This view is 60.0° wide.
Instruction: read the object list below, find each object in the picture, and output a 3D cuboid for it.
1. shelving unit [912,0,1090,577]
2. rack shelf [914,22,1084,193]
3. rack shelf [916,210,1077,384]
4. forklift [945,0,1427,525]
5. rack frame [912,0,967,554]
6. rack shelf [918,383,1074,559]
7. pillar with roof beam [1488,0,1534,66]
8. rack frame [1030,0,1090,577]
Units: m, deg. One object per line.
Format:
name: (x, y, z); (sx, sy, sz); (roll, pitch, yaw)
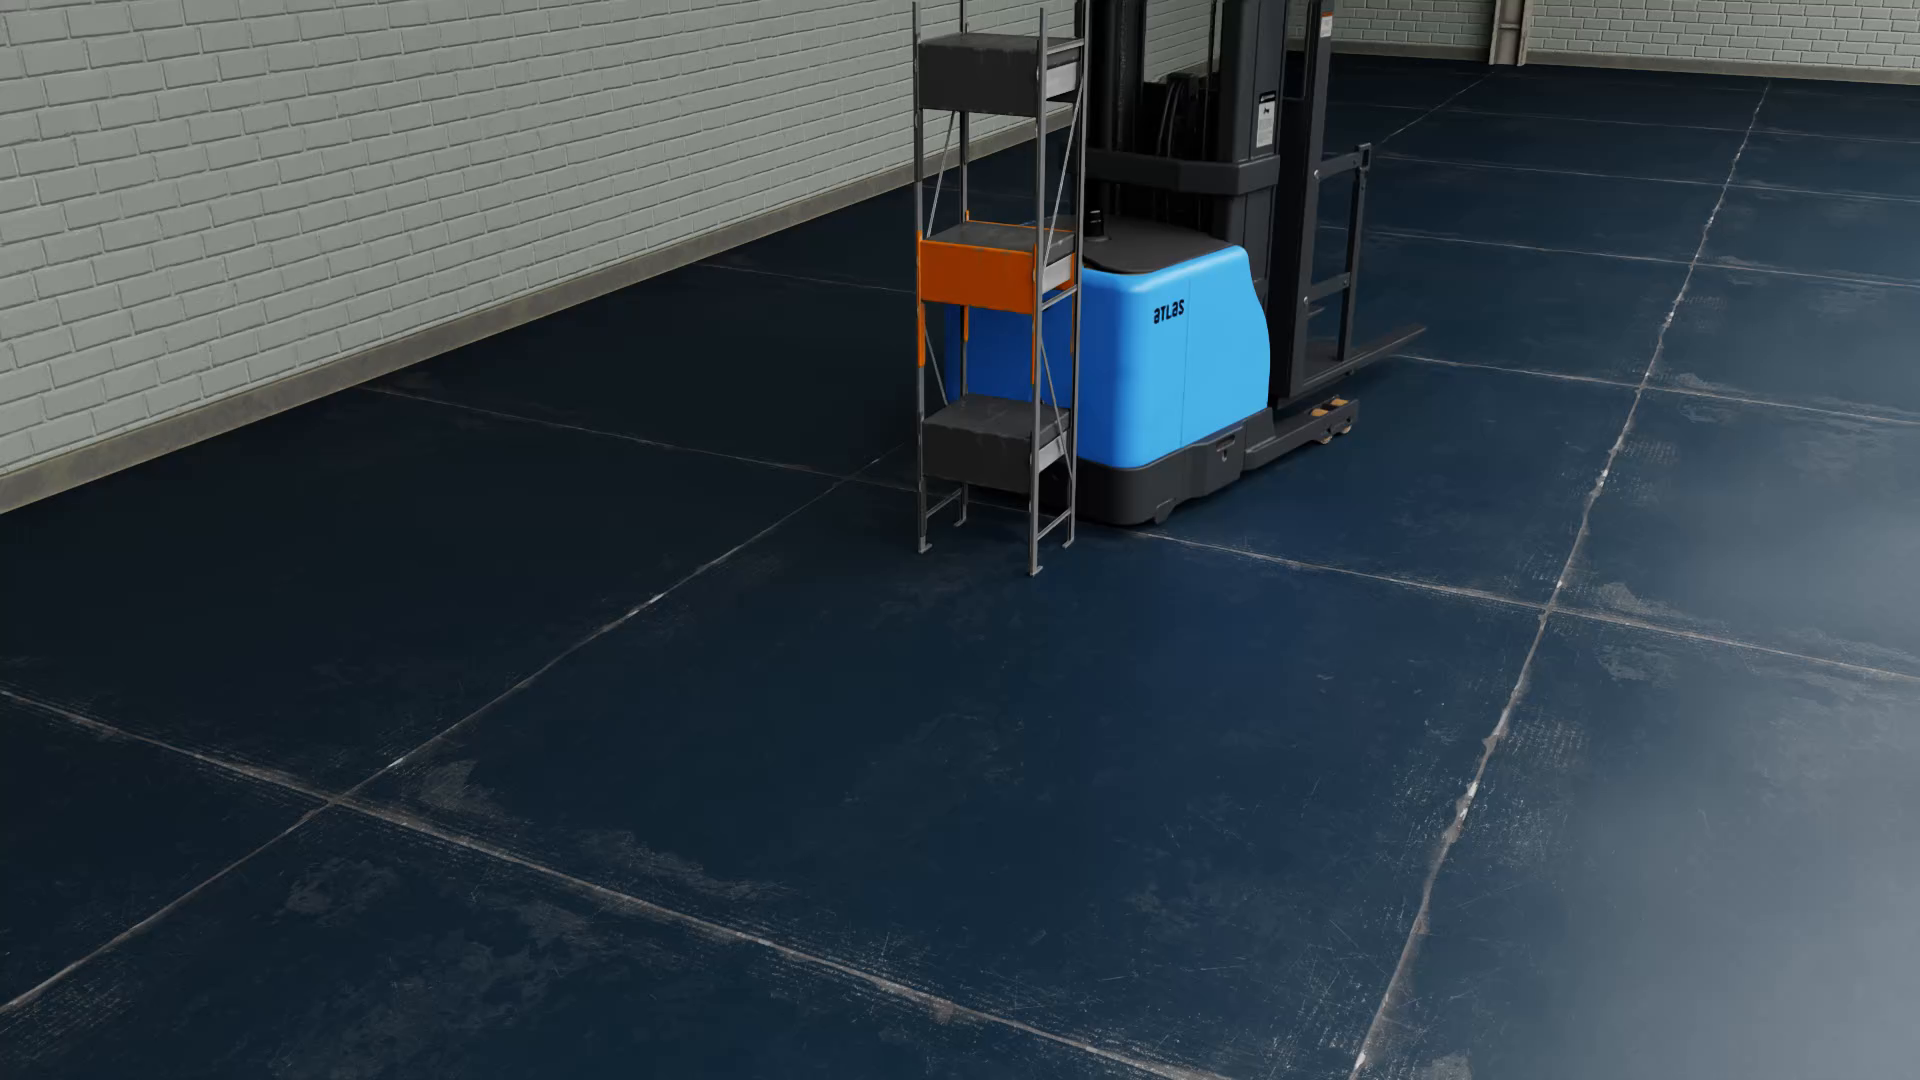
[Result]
shelving unit: (0.148, -0.937, 6.270); (0.503, 2.100, 0.431); (11, 25, 25)
rack shelf: (0.148, -1.569, 6.002); (0.480, 0.518, 0.431); (11, 25, 25)
rack shelf: (0.148, -0.924, 6.276); (0.480, 0.518, 0.431); (11, 25, 25)
forklift: (1.254, -1.910, 7.497); (1.130, 2.935, 3.031); (18, 29, 36)
rack frame: (-0.070, -0.980, 6.372); (0.015, 2.100, 0.400); (11, 25, 25)
rack shelf: (0.148, -0.280, 6.550); (0.480, 0.518, 0.431); (11, 25, 25)
pillar with roof beam: (4.861, -8.563, 15.388); (0.400, 9.000, 9.100); (11, 25, 25)
rack frame: (0.365, -0.894, 6.169); (0.015, 2.100, 0.400); (11, 25, 25)
